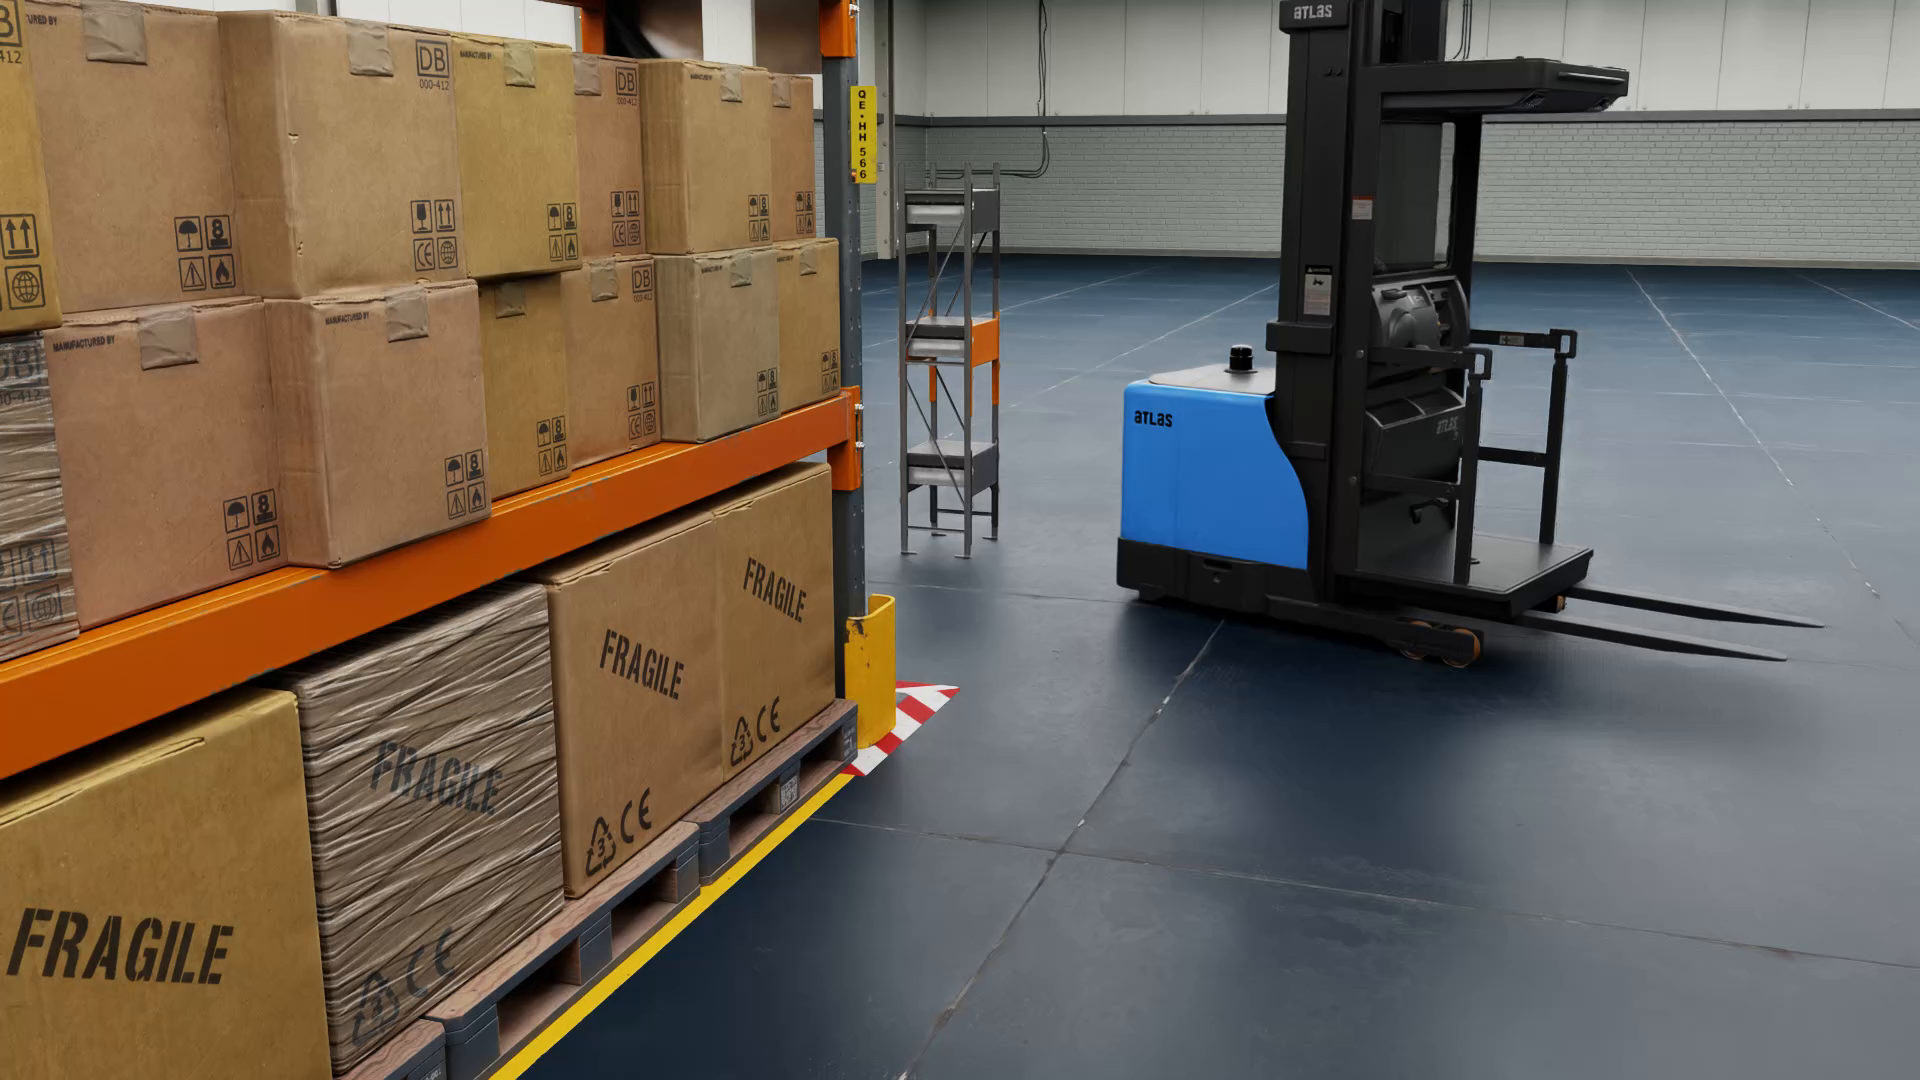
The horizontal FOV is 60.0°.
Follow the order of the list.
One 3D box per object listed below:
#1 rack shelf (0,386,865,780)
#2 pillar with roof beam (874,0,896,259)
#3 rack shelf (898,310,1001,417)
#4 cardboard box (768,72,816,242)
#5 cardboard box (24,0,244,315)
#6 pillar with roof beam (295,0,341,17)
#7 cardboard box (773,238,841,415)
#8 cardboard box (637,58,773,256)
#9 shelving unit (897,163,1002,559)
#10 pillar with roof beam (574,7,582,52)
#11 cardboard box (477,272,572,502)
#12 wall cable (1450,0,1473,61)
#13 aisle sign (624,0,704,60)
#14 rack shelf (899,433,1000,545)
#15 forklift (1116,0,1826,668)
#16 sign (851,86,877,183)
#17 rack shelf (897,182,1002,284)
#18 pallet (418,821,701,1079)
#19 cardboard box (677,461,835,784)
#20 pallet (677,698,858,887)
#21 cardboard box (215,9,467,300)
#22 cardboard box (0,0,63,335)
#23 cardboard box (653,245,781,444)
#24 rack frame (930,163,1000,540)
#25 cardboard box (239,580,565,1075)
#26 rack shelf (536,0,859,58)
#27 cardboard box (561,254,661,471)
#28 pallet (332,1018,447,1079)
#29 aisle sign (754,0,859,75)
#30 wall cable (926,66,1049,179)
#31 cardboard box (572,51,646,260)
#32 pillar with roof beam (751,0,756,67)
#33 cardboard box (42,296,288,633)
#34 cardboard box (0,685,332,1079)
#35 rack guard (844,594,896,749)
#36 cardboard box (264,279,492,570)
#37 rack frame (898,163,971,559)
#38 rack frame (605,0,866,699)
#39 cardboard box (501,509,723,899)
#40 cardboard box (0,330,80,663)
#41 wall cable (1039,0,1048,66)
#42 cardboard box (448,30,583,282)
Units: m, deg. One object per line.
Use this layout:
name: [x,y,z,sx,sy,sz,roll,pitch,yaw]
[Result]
rack shelf: [-1.491,0.010,4.319,1.077,0.370,4.000,4,14,18]
pillar with roof beam: [2.444,-10.303,34.406,9.100,9.000,0.400,4,14,18]
rack shelf: [-0.054,-0.976,9.105,0.431,0.518,0.480,4,14,18]
cardboard box: [-1.001,-1.286,5.617,0.875,0.550,0.550,4,14,18]
cardboard box: [-1.918,-0.718,3.131,0.875,0.550,0.550,4,14,18]
pillar with roof beam: [-3.380,-6.513,17.801,9.100,9.000,0.400,4,14,18]
cardboard box: [-0.921,-0.753,5.711,0.875,0.550,0.550,4,14,18]
cardboard box: [-1.091,-1.163,5.081,0.875,0.550,0.550,4,14,18]
shelving unit: [-0.054,-0.989,9.102,0.431,2.100,0.503,4,14,18]
pillar with roof beam: [-1.439,-7.776,23.336,9.100,9.000,0.400,4,14,18]
cardboard box: [-1.511,-0.413,4.218,0.875,0.550,0.500,4,14,18]
wall cable: [9.552,-12.109,34.676,2.305,6.003,0.169,4,14,18]
aisle sign: [-1.105,-2.066,5.955,0.394,0.787,0.004,4,14,18]
rack shelf: [-0.054,-0.293,9.260,0.431,0.518,0.480,4,14,18]
forklift: [2.235,-1.016,7.352,3.031,2.935,1.130,10,16,38]
sign: [-0.335,-1.400,5.745,0.100,0.325,0.005,4,14,18]
rack shelf: [-0.054,-1.658,8.949,0.431,0.518,0.480,4,14,18]
pallet: [-1.425,1.028,4.510,1.003,0.211,1.213,4,14,18]
cardboard box: [-1.001,0.217,5.627,0.875,0.875,0.875,4,14,19]
pallet: [-1.029,0.772,5.632,1.003,0.211,1.213,4,14,18]
cardboard box: [-1.614,-0.822,3.586,0.875,0.550,0.550,4,14,18]
cardboard box: [-1.986,-0.594,2.587,0.875,0.550,0.550,4,14,18]
cardboard box: [-1.079,-0.636,5.197,0.875,0.550,0.550,4,14,18]
rack frame: [0.025,-1.040,9.327,0.400,2.100,0.015,4,14,18]
cardboard box: [-1.581,0.594,3.975,0.875,0.875,0.875,4,14,19]
rack shelf: [-1.491,-1.452,3.985,1.077,0.370,4.000,4,14,18]
cardboard box: [-1.379,-0.527,4.720,0.875,0.550,0.550,4,14,18]
pallet: [-1.818,1.286,3.381,1.003,0.211,1.213,4,14,18]
aisle sign: [-0.537,-2.022,5.766,0.394,0.787,0.004,4,14,18]
wall cable: [0.575,-9.624,38.410,3.097,2.526,0.112,4,14,18]
cardboard box: [-1.401,-1.055,4.607,0.875,0.550,0.550,4,14,18]
pillar with roof beam: [0.502,-9.040,28.871,9.100,9.000,0.400,4,14,18]
cardboard box: [-1.874,-0.189,3.236,0.875,0.550,0.550,4,14,18]
cardboard box: [-1.869,0.784,3.142,0.875,0.875,0.875,5,14,19]
rack guard: [-0.836,0.452,6.384,1.175,0.500,0.348,4,14,18]
cardboard box: [-1.588,-0.294,3.697,0.875,0.550,0.550,4,14,18]
rack frame: [-0.133,-0.937,8.876,0.400,2.100,0.015,4,14,18]
rack frame: [-0.844,-0.762,6.084,1.000,3.000,0.127,4,14,18]
cardboard box: [-1.284,0.402,4.815,0.875,0.875,0.875,4,13,18]
cardboard box: [-2.030,-0.071,2.722,0.875,0.550,0.550,4,14,18]
wall cable: [3.134,-11.892,36.994,3.097,2.526,0.112,4,14,18]
cardboard box: [-1.450,-0.934,4.077,0.875,0.550,0.500,4,14,18]
